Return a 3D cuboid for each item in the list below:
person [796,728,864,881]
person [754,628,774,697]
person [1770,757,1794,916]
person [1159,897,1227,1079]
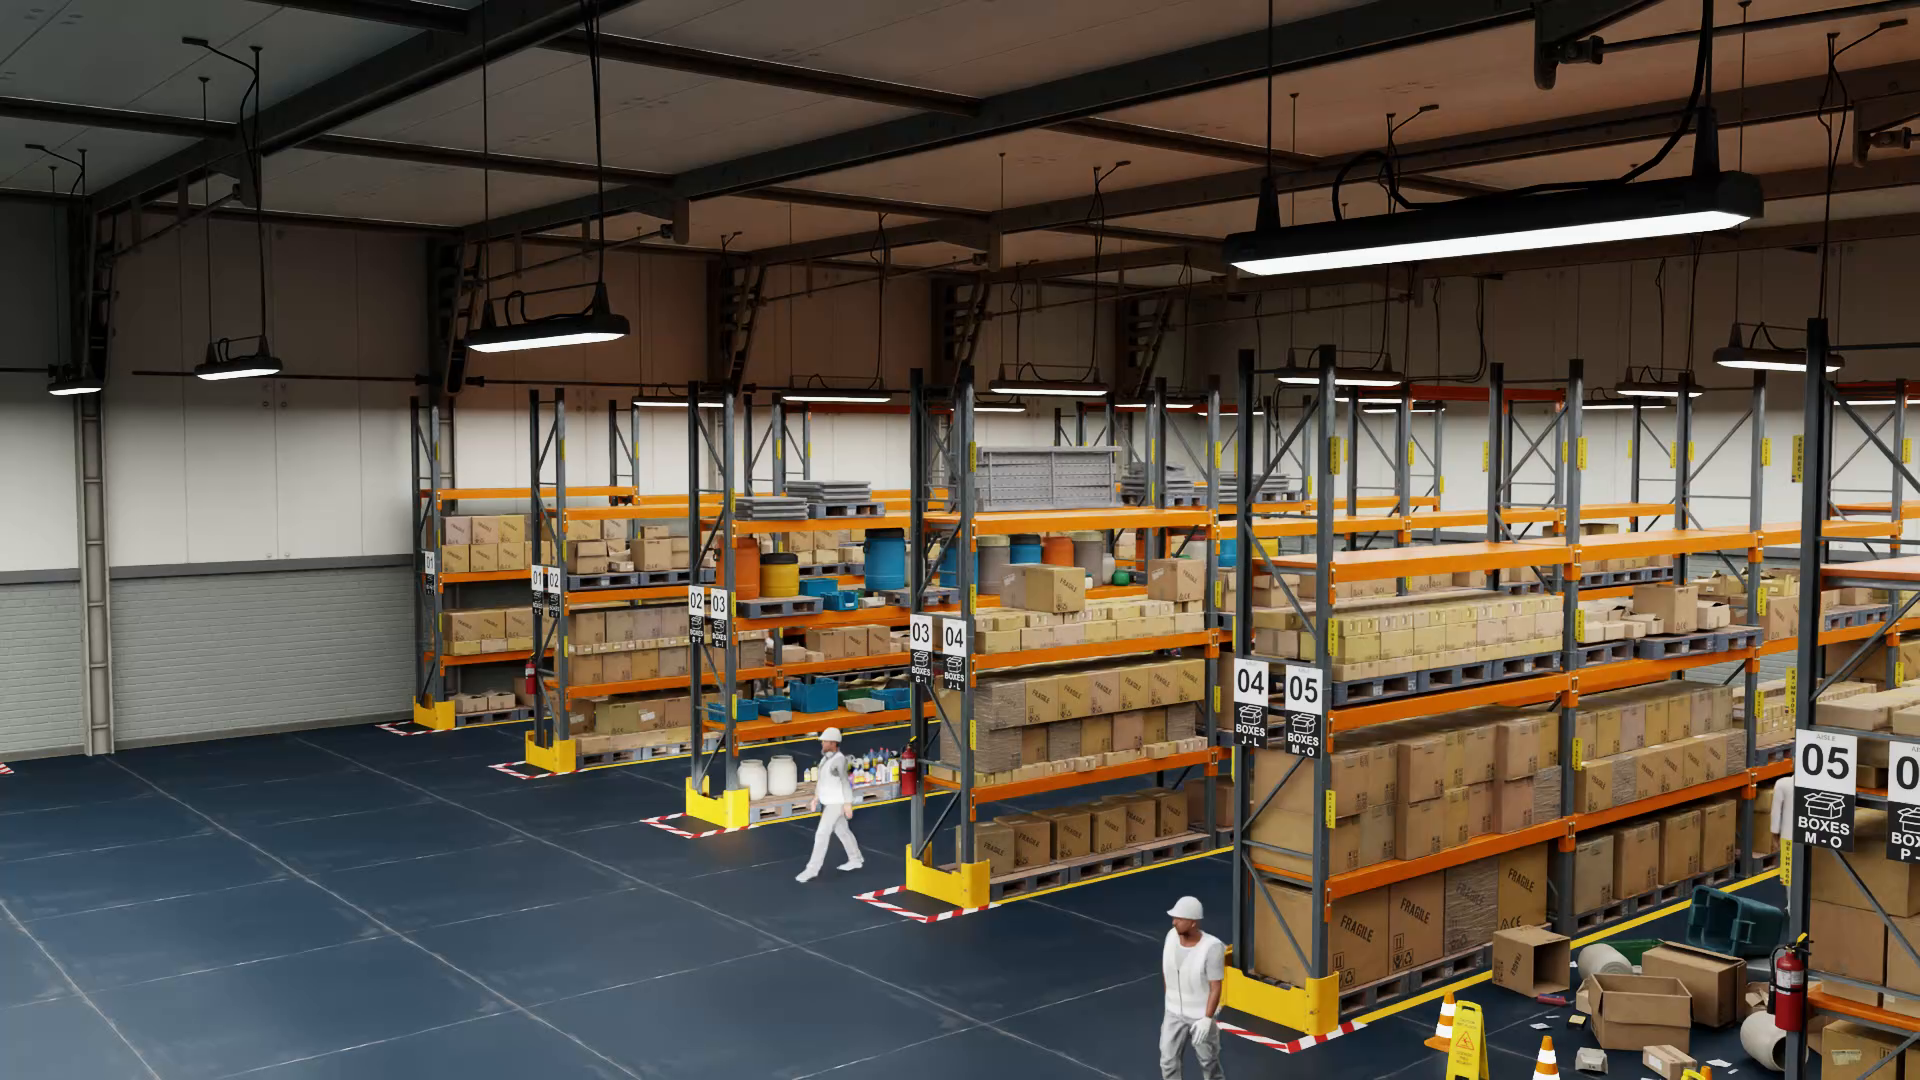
[{"bbox_3d":[-1.565,3.105,19.807,0.903,1.741,0.565,-1,4,-18],"label":"person"},{"bbox_3d":[-3.815,2.456,32.249,0.438,1.581,1.068,2,4,36],"label":"person"},{"bbox_3d":[9.112,3.216,18.053,0.613,1.775,0.614,-3,4,-41],"label":"person"},{"bbox_3d":[1.703,3.551,12.395,0.582,1.803,0.782,3,4,39],"label":"person"}]
